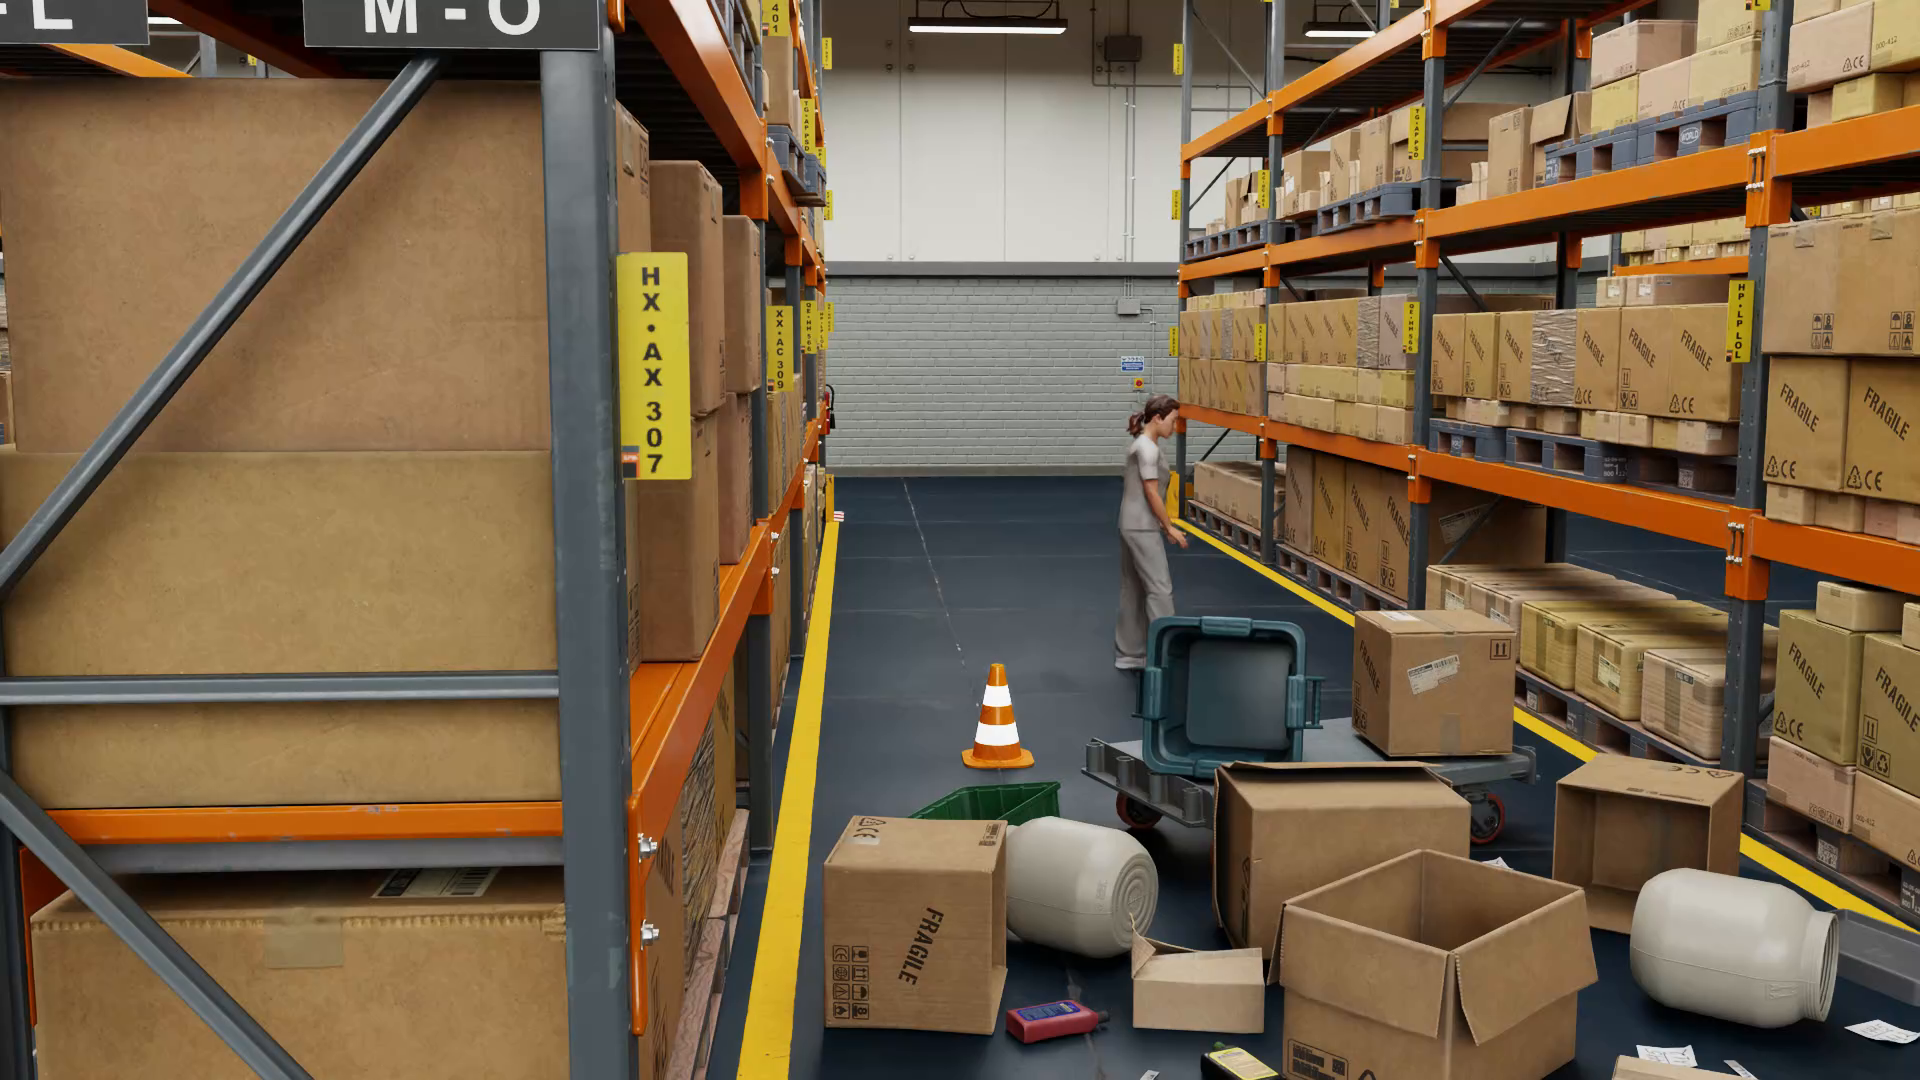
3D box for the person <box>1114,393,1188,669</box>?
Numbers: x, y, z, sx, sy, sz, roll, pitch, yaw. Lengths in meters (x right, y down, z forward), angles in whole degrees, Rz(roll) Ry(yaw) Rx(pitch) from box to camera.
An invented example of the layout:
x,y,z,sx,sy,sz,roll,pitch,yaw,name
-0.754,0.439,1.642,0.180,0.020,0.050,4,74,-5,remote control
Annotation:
x,y,z,sx,sy,sz,roll,pitch,yaw,name
1.194,-0.034,9.939,0.522,1.678,0.500,0,7,2,person
